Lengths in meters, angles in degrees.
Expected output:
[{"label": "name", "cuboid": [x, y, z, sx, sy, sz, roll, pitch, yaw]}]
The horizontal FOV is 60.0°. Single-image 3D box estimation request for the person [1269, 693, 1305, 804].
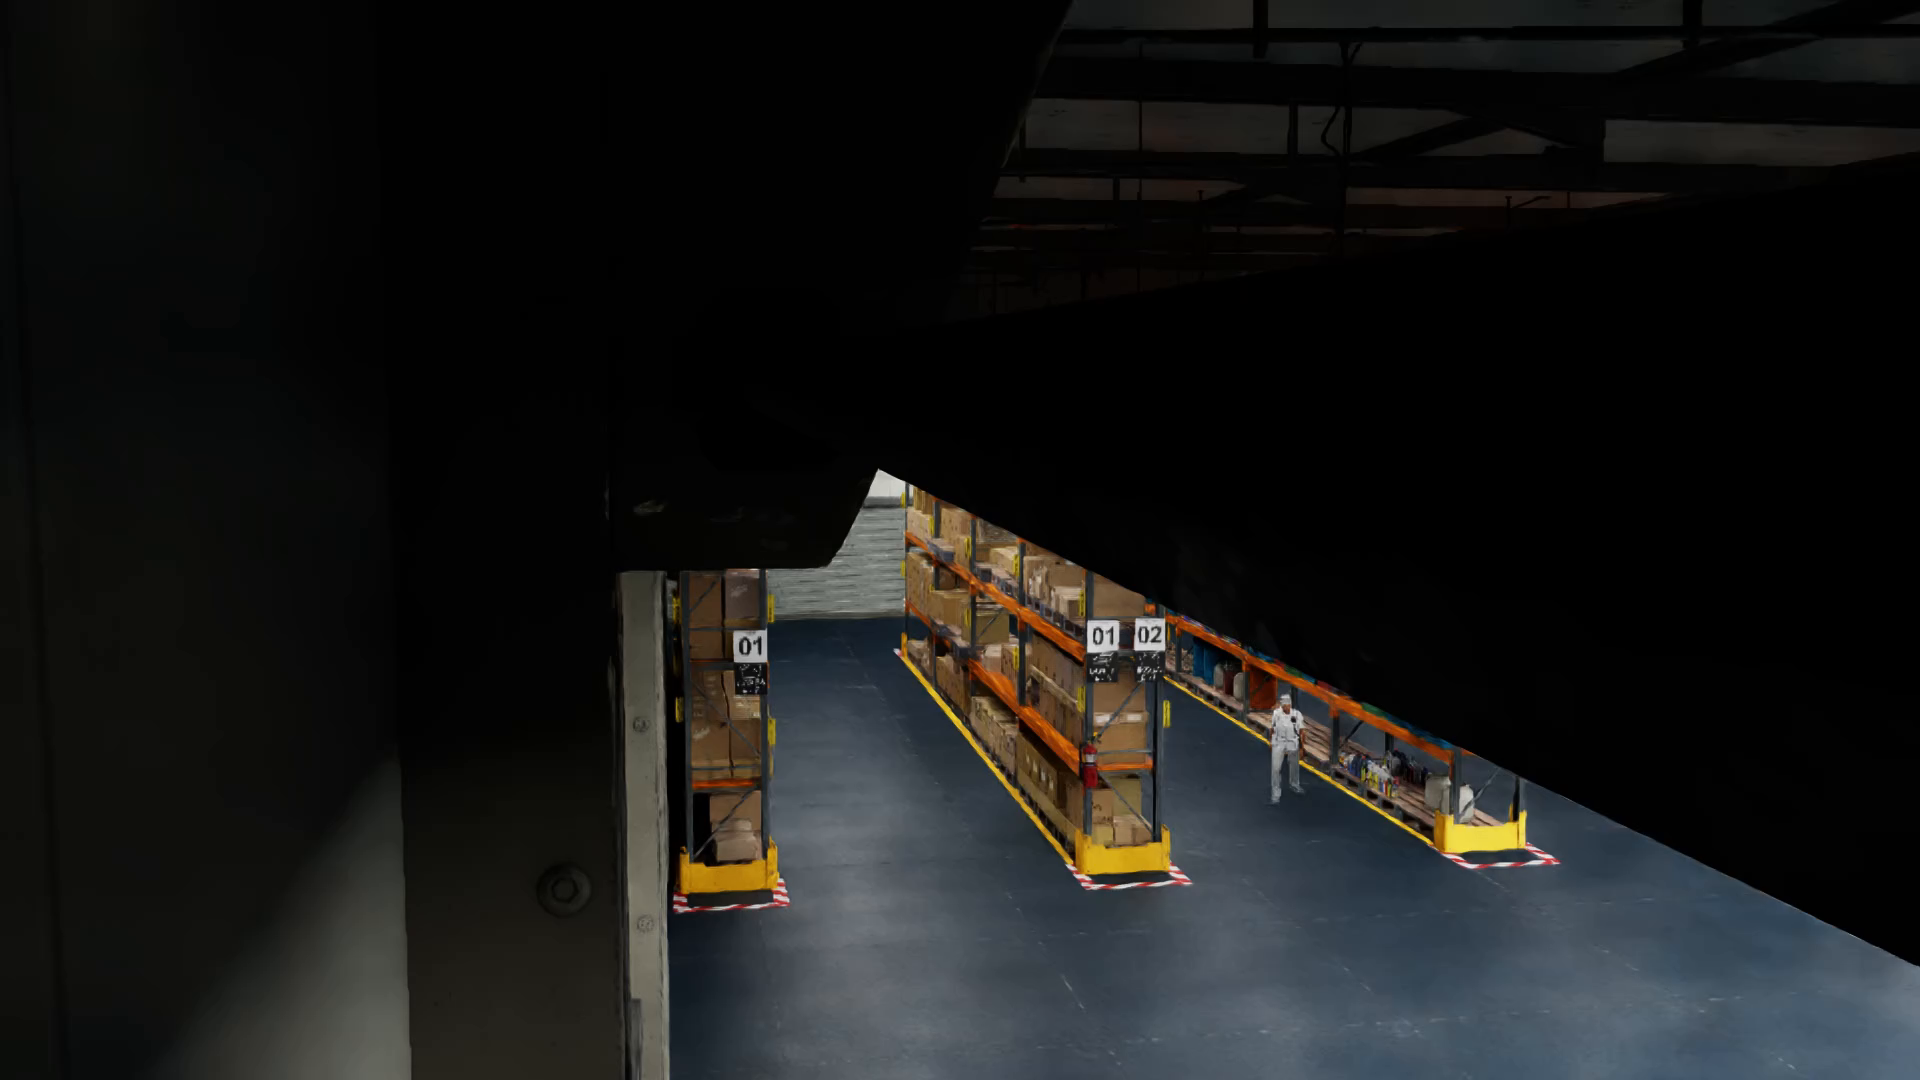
[{"label": "person", "cuboid": [4.799, 3.008, 24.361, 0.534, 1.598, 0.940, 1, 6, 12]}]
